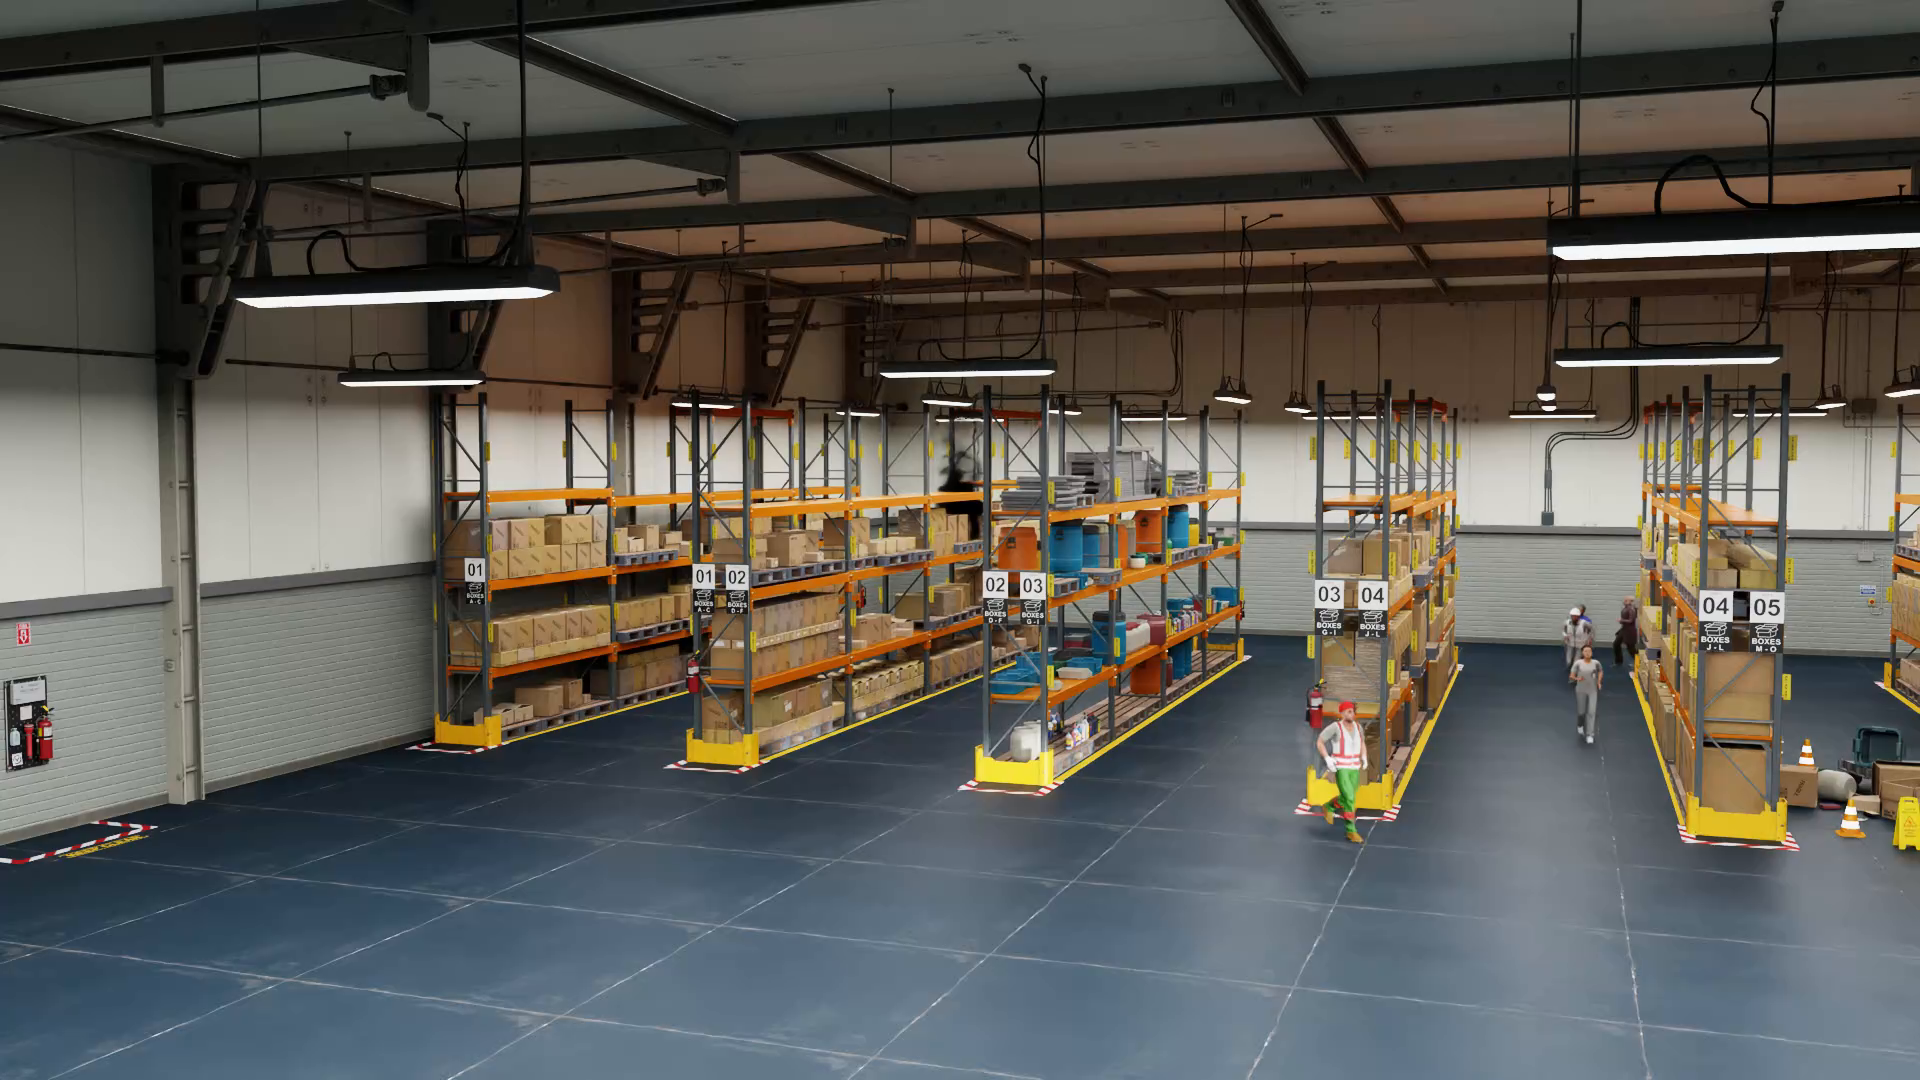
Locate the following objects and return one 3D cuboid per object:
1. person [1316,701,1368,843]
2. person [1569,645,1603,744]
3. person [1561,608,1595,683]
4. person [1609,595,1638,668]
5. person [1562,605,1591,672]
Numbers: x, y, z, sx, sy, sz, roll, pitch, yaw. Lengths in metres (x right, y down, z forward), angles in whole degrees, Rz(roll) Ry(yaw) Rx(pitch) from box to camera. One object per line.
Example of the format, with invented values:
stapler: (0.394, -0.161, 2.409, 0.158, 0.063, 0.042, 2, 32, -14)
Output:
person: (4.991, 2.974, 21.659, 0.680, 1.787, 0.884, -2, 3, -27)
person: (10.756, 2.612, 28.534, 0.571, 1.639, 0.990, 1, 3, 13)
person: (13.321, 2.277, 35.863, 0.676, 1.661, 0.799, 2, 4, 30)
person: (15.370, 2.135, 38.049, 0.774, 1.773, 0.846, 0, 3, 6)
person: (13.918, 2.222, 37.552, 0.530, 1.559, 0.681, -2, 4, -33)
